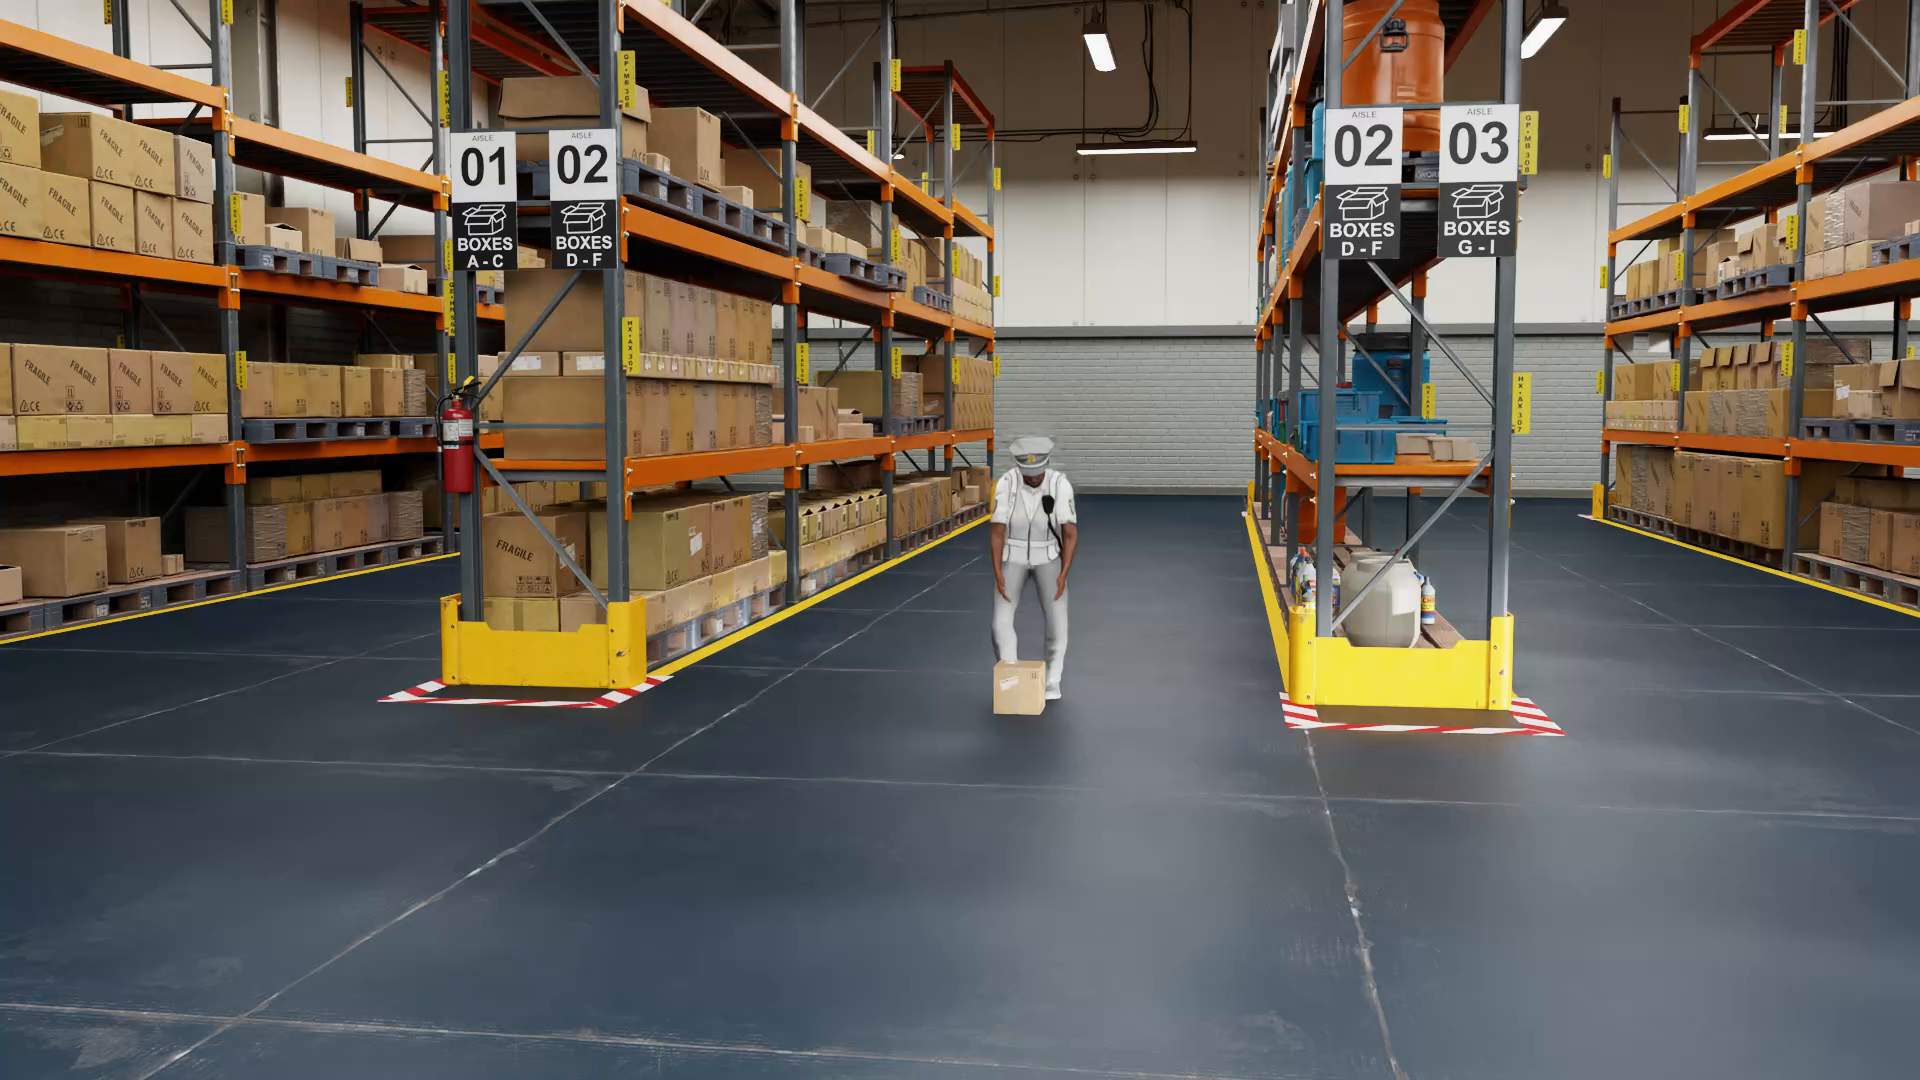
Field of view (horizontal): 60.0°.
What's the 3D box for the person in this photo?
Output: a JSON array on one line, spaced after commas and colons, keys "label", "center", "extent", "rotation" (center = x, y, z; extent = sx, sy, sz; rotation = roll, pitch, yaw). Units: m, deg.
[{"label": "person", "center": [0.416, 0.157, 9.265], "extent": [0.492, 1.464, 0.649], "rotation": [1, 5, 9]}]
